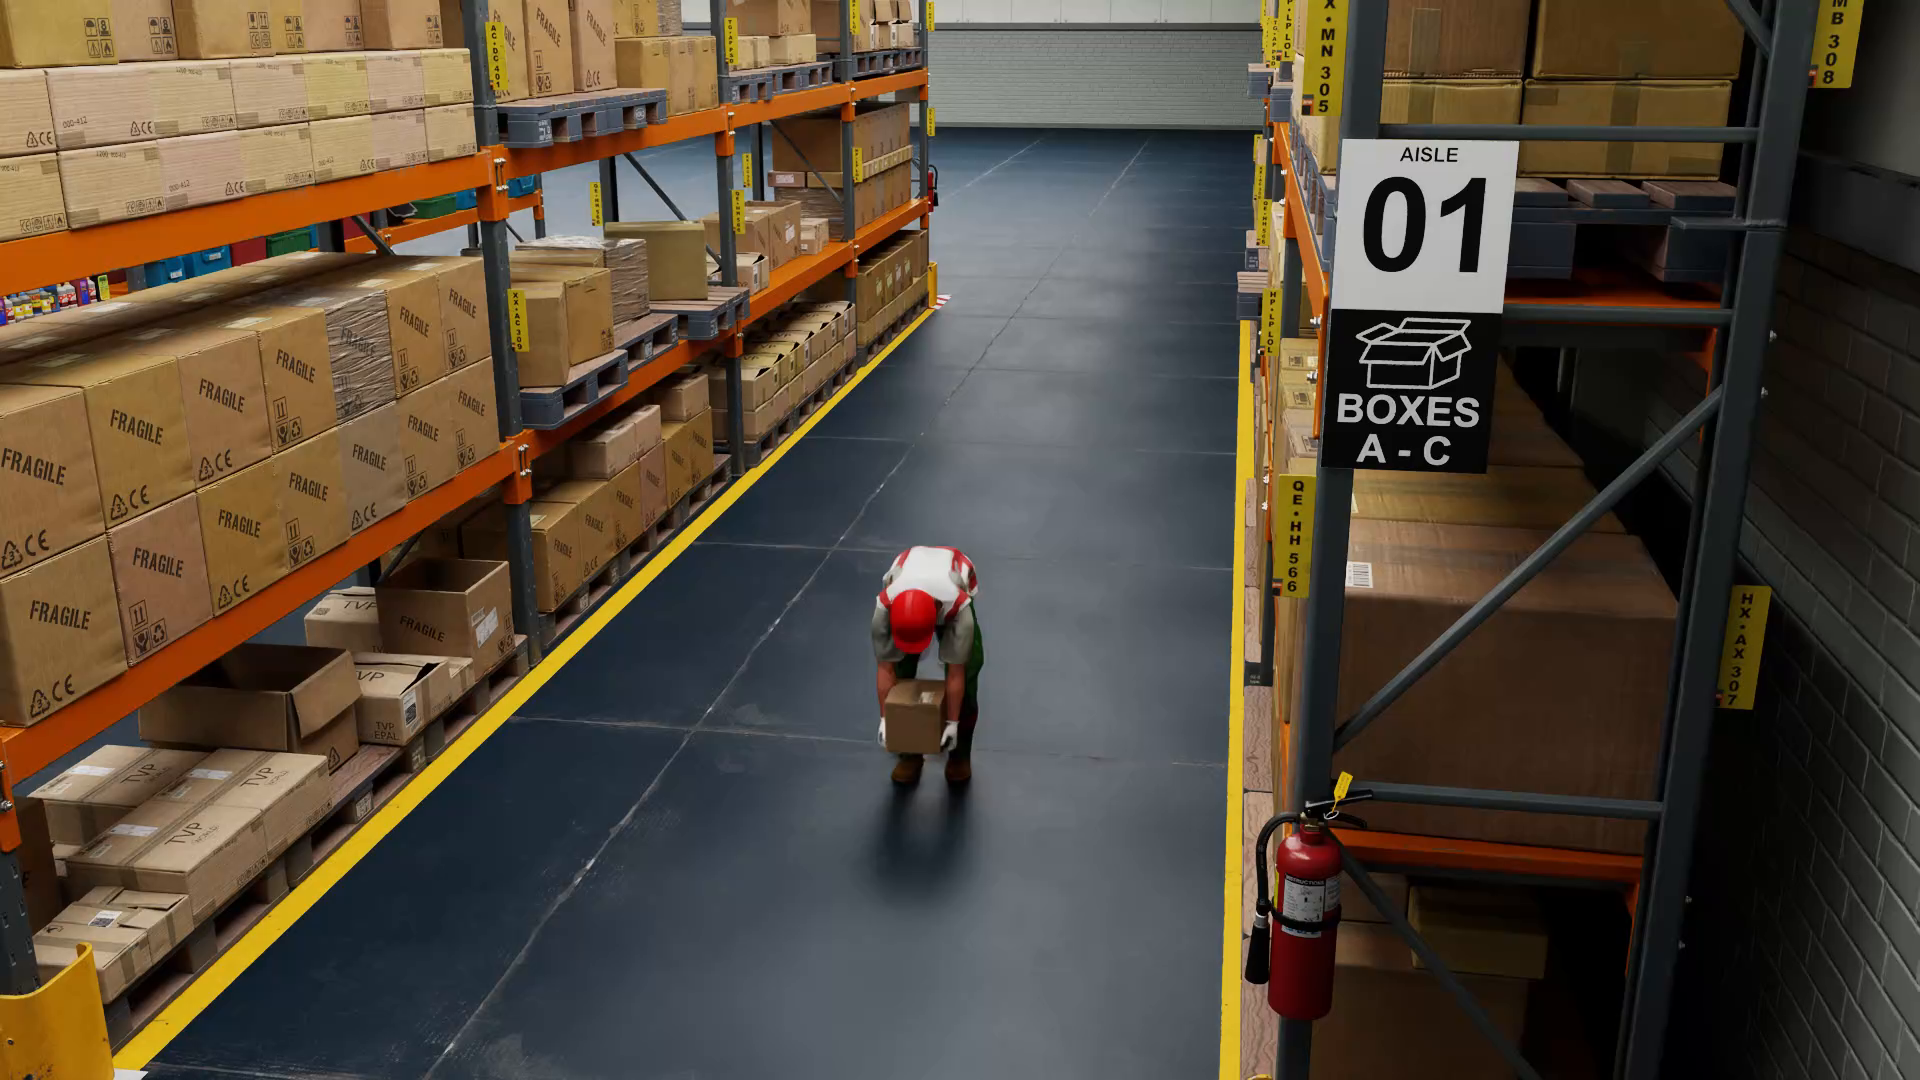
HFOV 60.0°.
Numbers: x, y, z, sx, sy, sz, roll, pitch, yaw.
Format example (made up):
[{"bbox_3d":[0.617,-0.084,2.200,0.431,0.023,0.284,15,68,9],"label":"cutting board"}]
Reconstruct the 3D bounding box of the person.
[{"bbox_3d":[-0.156,0.633,7.606,0.495,1.129,0.962,2,18,7],"label":"person"}]
